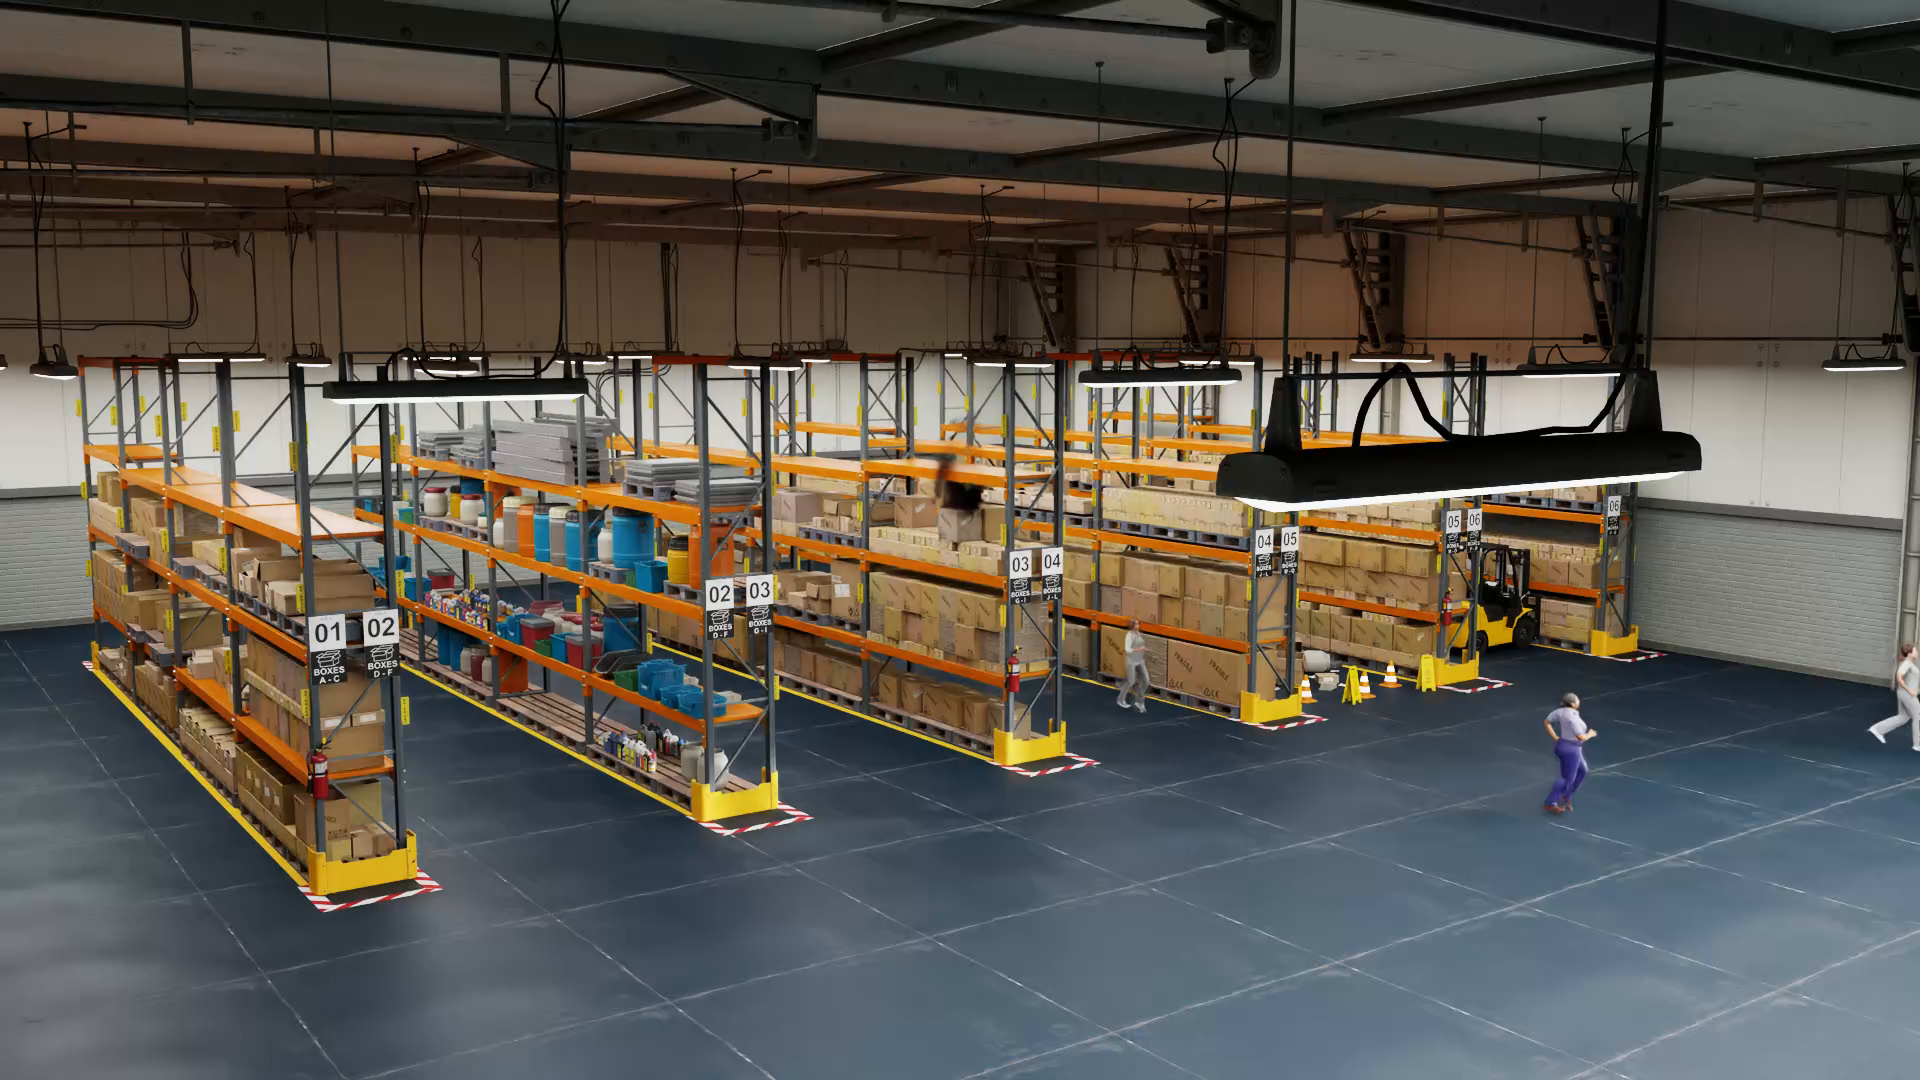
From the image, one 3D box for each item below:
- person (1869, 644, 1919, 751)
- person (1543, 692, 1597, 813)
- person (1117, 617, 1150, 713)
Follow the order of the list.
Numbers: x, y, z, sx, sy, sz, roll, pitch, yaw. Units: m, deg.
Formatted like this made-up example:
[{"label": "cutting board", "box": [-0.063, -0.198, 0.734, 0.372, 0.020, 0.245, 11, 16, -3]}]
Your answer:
[{"label": "person", "box": [14.523, 2.409, 25.489, 0.865, 1.649, 0.577, 3, 7, 21]}, {"label": "person", "box": [8.129, 2.843, 22.165, 0.688, 1.666, 0.578, 0, 7, 0]}, {"label": "person", "box": [2.963, 2.123, 28.200, 0.666, 1.639, 0.514, 7, 10, 44]}]
